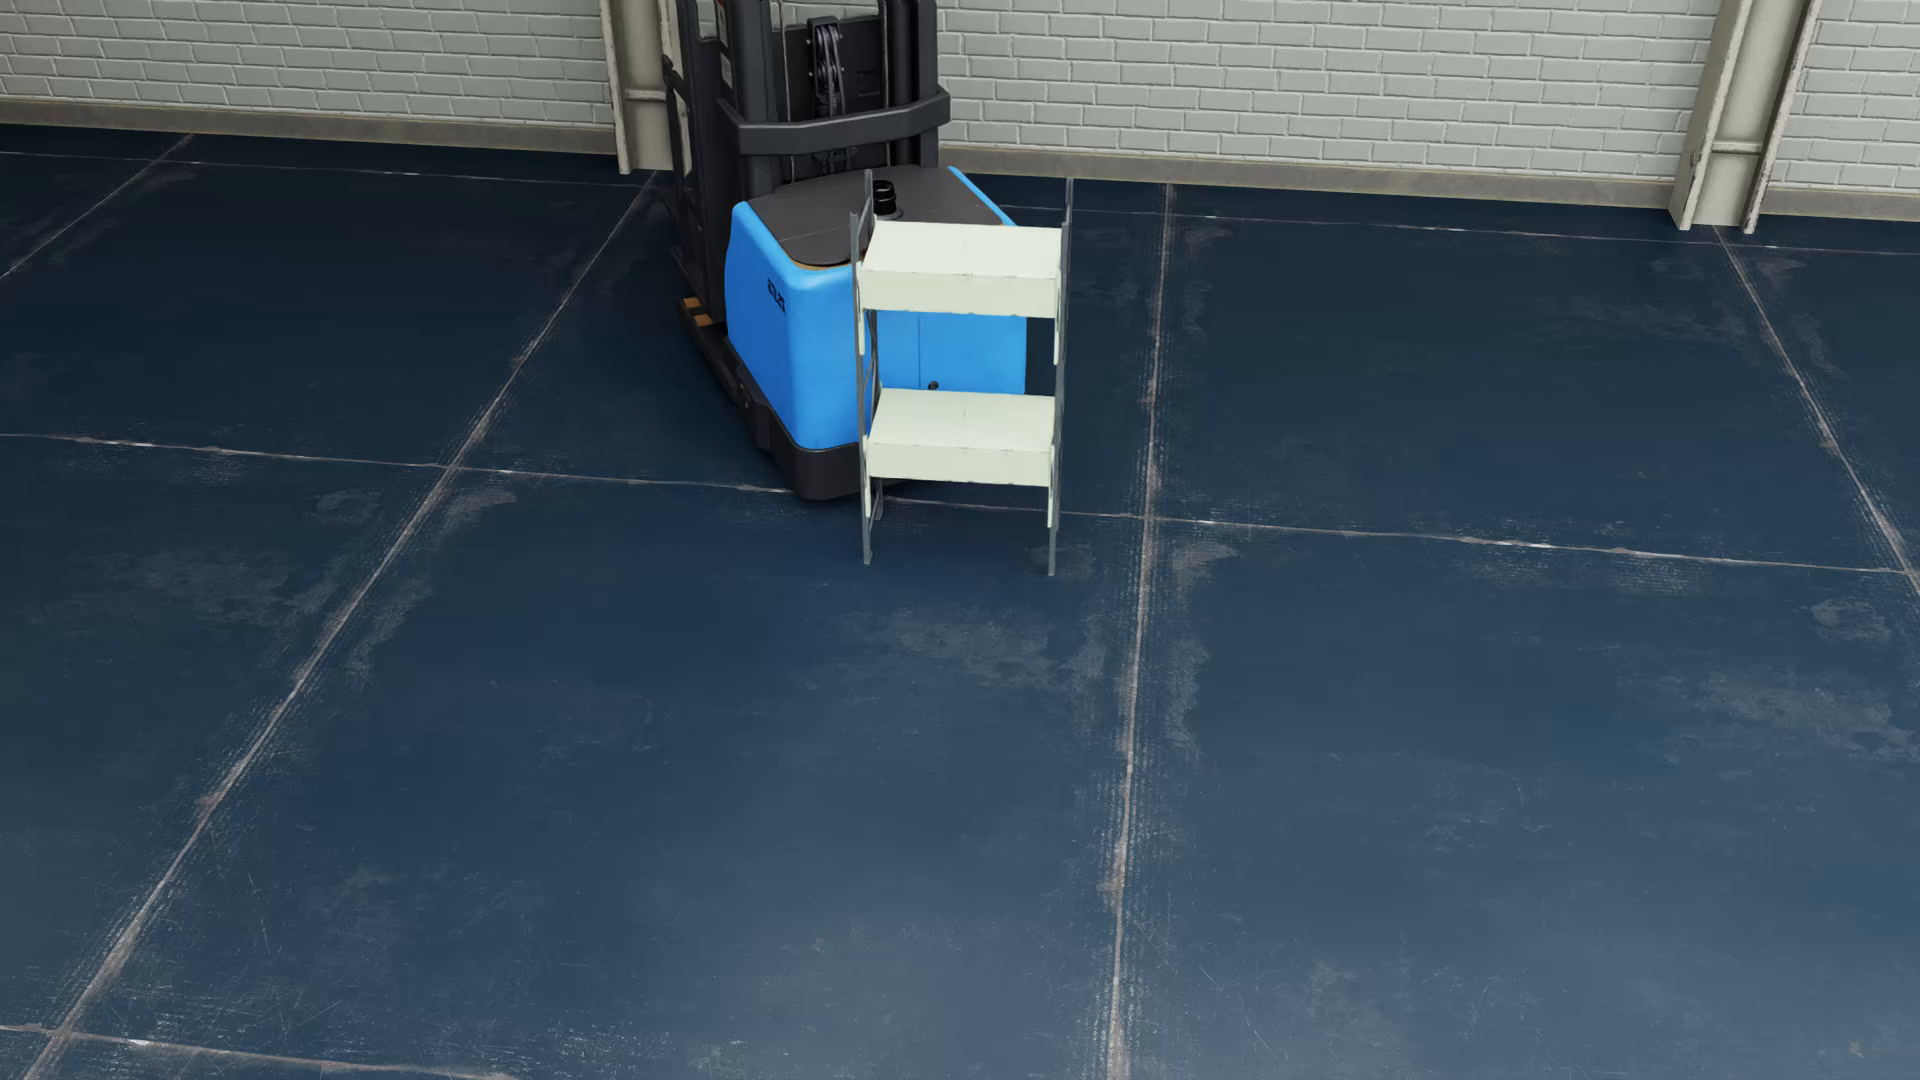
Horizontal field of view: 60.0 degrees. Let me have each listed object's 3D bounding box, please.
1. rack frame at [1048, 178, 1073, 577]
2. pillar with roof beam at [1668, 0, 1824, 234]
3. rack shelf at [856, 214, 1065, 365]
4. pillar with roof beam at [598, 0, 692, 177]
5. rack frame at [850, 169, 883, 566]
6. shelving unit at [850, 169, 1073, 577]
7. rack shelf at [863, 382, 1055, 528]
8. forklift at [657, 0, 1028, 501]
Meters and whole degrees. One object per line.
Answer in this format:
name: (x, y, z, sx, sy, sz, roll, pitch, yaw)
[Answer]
rack frame: (0.378, -0.581, 6.274, 0.023, 1.500, 0.400, 3, 36, 5)
pillar with roof beam: (3.620, -2.963, 3.155, 0.400, 9.000, 9.100, 4, 36, 6)
rack shelf: (0.014, -0.920, 6.077, 0.720, 0.370, 0.431, 3, 36, 5)
pillar with roof beam: (-2.332, -3.407, 3.777, 0.400, 9.000, 9.100, 4, 36, 6)
rack frame: (-0.351, -0.624, 6.333, 0.023, 1.500, 0.400, 3, 36, 5)
shelving unit: (0.014, -0.603, 6.303, 0.755, 1.500, 0.431, 3, 36, 5)
rack shelf: (0.014, -0.337, 6.493, 0.720, 0.370, 0.431, 3, 36, 5)
forklift: (-0.748, -2.206, 7.318, 1.130, 2.935, 3.031, -14, 38, -18)
